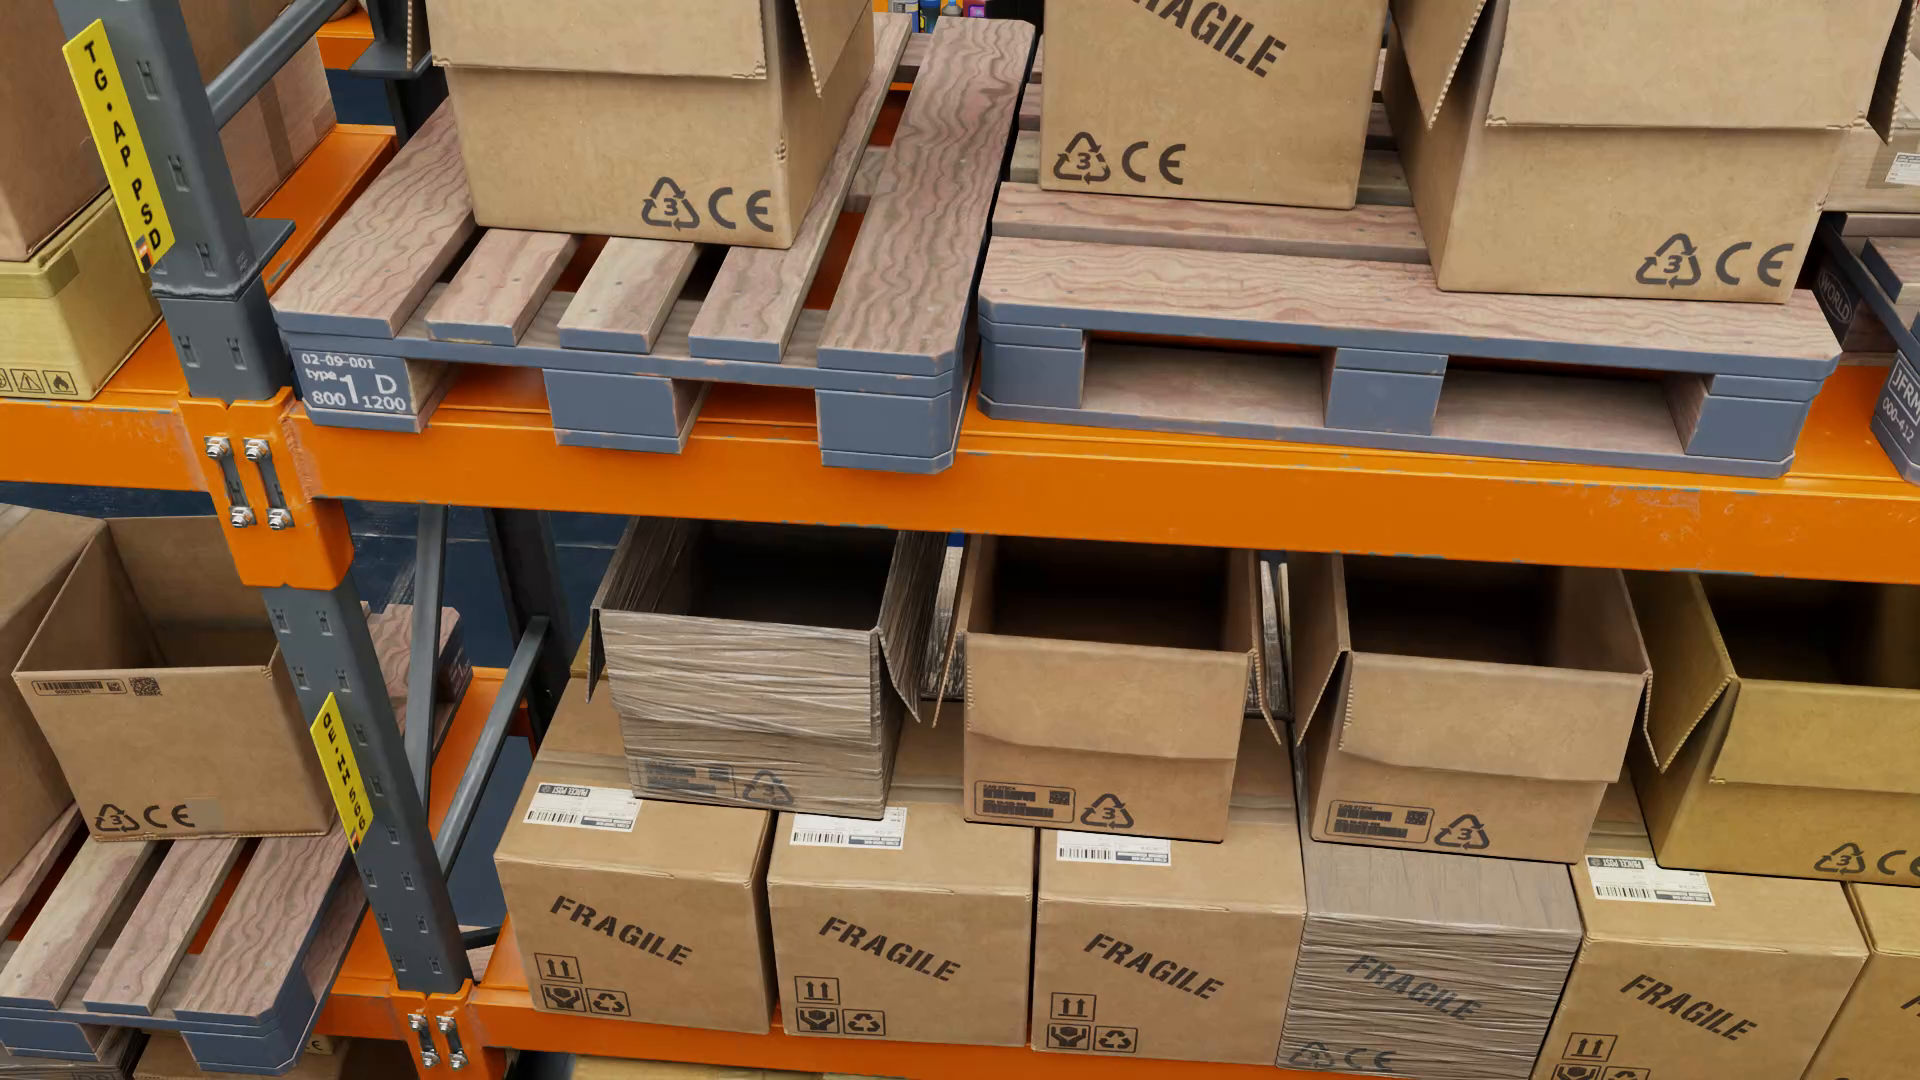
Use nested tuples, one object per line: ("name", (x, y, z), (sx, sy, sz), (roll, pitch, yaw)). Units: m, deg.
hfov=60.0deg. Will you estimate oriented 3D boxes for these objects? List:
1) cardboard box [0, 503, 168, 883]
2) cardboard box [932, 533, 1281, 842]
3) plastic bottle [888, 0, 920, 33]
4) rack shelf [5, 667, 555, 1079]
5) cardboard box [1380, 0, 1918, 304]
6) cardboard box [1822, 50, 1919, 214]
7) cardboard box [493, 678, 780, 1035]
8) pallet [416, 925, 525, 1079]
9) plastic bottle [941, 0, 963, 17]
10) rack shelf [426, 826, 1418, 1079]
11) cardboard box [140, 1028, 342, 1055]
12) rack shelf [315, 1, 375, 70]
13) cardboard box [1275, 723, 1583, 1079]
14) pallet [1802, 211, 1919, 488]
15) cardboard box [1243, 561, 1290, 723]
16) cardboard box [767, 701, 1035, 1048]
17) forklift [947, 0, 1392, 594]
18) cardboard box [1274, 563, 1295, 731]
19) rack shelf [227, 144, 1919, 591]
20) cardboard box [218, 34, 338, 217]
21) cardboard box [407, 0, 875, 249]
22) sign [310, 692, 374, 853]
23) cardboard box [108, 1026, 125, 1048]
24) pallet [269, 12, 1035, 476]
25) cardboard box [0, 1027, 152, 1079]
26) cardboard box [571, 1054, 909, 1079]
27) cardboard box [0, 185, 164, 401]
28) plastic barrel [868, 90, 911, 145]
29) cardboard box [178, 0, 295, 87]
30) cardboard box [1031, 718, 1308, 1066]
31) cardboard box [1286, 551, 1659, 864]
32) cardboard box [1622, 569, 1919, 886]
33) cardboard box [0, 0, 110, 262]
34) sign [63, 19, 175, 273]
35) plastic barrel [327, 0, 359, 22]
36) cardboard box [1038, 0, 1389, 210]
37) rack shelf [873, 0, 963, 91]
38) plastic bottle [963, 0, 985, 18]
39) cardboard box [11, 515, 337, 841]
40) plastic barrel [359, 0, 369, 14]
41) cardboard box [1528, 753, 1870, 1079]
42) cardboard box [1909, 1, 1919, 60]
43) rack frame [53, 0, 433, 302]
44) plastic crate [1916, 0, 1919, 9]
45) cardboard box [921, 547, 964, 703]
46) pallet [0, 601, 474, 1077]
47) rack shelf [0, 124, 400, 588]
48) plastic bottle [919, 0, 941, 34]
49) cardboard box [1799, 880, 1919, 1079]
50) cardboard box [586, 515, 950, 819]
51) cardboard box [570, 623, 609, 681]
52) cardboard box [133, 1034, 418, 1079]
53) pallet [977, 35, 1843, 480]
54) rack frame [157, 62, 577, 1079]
("cardboard box", (-2.181, 0.325, 3.563), (0.500, 0.500, 0.700), (9, 40, 10))
("cardboard box", (0.302, 0.158, 3.306), (0.637, 0.503, 0.797), (4, 39, 5))
("plastic bottle", (-0.244, -2.342, 7.349), (0.135, 0.276, 0.152), (3, 39, 4))
("rack shelf", (-3.067, 0.668, 4.123), (4.000, 0.370, 1.077), (3, 39, 4))
("cardboard box", (0.963, -0.770, 2.529), (0.637, 0.503, 0.797), (3, 39, 3))
("cardboard box", (1.440, -0.688, 2.709), (0.250, 0.149, 0.380), (2, 39, 2))
("cardboard box", (-0.614, 0.657, 3.487), (0.500, 0.500, 0.500), (4, 39, 5))
("pallet", (-1.853, 1.536, 4.695), (1.213, 0.211, 1.003), (3, 39, 4))
("plastic bottle", (-0.034, -2.284, 7.337), (0.097, 0.201, 0.097), (0, 39, 0))
("rack shelf", (0.918, 0.886, 3.855), (4.000, 0.370, 1.077), (3, 39, 4))
("cardboard box", (-1.745, 0.989, 4.197), (0.500, 0.250, 0.500), (5, 39, 6))
("rack shelf", (-2.640, -2.447, 7.950), (4.000, 0.370, 1.077), (3, 39, 4))
("cardboard box", (0.909, 0.738, 3.388), (0.500, 0.500, 0.500), (3, 39, 4))
("pallet", (1.993, -0.392, 2.631), (1.217, 0.209, 0.805), (2, 39, 2))
("cardboard box", (0.452, 0.388, 3.818), (0.500, 0.500, 0.500), (2, 39, 2))
("cardboard box", (-0.100, 0.684, 3.455), (0.500, 0.500, 0.500), (2, 39, 3))
("forklift", (0.870, -0.971, 5.621), (3.031, 2.935, 1.130), (11, 40, 14))
("cardboard box", (0.959, 0.416, 3.784), (0.500, 0.500, 0.500), (4, 39, 5))
("rack shelf", (0.918, -0.277, 2.908), (4.000, 0.370, 1.077), (3, 39, 4))
("cardboard box", (-1.521, -0.793, 3.090), (0.500, 0.250, 0.500), (4, 39, 5))
("cardboard box", (-0.460, -0.880, 2.664), (0.637, 0.503, 0.797), (5, 39, 6))
("sign", (-1.112, 0.422, 3.001), (0.005, 0.325, 0.100), (3, 39, 4))
("cardboard box", (-2.274, 0.966, 4.224), (0.500, 0.250, 0.500), (7, 40, 9))
("pallet", (-0.428, -0.590, 2.872), (1.003, 0.211, 1.213), (5, 39, 6))
("cardboard box", (-2.297, 1.251, 4.469), (0.500, 0.500, 0.700), (0, 39, 0))
("cardboard box", (-0.389, 1.210, 4.238), (0.875, 0.875, 1.225), (1, 39, 2))
("cardboard box", (-1.569, -0.479, 2.704), (0.500, 0.250, 0.500), (3, 39, 4))
("plastic barrel", (-0.158, -1.922, 8.122), (0.708, 0.830, 0.600), (3, 39, 4))
("cardboard box", (-1.520, -1.085, 2.856), (0.500, 0.500, 0.500), (3, 39, 4))
("cardboard box", (0.411, 0.709, 3.423), (0.500, 0.500, 0.500), (2, 39, 3))
("cardboard box", (0.970, 0.190, 3.266), (0.637, 0.503, 0.797), (4, 39, 5))
("cardboard box", (1.591, 0.214, 3.237), (0.637, 0.503, 0.797), (4, 39, 4))
("cardboard box", (-1.571, -0.766, 2.464), (0.500, 0.500, 0.500), (4, 39, 5))
("sign", (-1.123, -0.524, 2.232), (0.005, 0.325, 0.100), (3, 39, 4))
("plastic barrel", (-2.967, -2.657, 7.531), (0.433, 0.535, 0.433), (0, 39, 0))
("cardboard box", (0.407, -0.887, 2.676), (0.500, 0.500, 0.500), (5, 39, 6))
("rack shelf", (1.345, -2.229, 7.682), (4.000, 0.370, 1.077), (3, 39, 4))
("plastic bottle", (0.080, -2.298, 7.290), (0.133, 0.283, 0.061), (3, 39, 4))
("cardboard box", (-1.616, 0.292, 3.603), (0.500, 0.500, 0.500), (-1, 39, -2))
("plastic barrel", (-2.536, -2.634, 7.502), (0.433, 0.535, 0.433), (0, 39, 0))
("cardboard box", (1.408, 0.768, 3.351), (0.500, 0.500, 0.500), (3, 39, 3))
("cardboard box", (1.825, -0.692, 2.586), (0.500, 0.311, 0.500), (2, 39, 2))
("rack frame", (-1.074, -1.828, 1.868), (0.127, 3.000, 1.000), (3, 39, 4))
("plastic crate", (4.206, -2.241, 7.028), (0.583, 0.464, 0.402), (3, 39, 4))
("cardboard box", (-0.065, 0.361, 3.851), (0.500, 0.500, 0.500), (3, 39, 3))
("pallet", (-1.794, 0.601, 3.788), (1.003, 0.211, 1.213), (3, 39, 4))
("rack shelf", (-3.067, -0.495, 3.176), (4.000, 0.370, 1.077), (3, 39, 4))
("plastic bottle", (-0.131, -2.316, 7.322), (0.097, 0.271, 0.097), (0, 39, 0))
("cardboard box", (1.929, 0.792, 3.321), (0.500, 0.500, 0.500), (4, 39, 5))
("cardboard box", (-0.347, 0.120, 3.352), (0.637, 0.503, 0.797), (4, 39, 5))
("cardboard box", (-0.561, 0.331, 3.889), (0.500, 0.500, 0.500), (4, 39, 5))
("cardboard box", (-1.744, 1.273, 4.441), (0.500, 0.500, 0.700), (1, 39, 1))
("pallet", (0.686, -0.531, 2.800), (1.213, 0.211, 1.003), (5, 39, 6))
("rack frame", (-1.074, 0.498, 3.762), (0.127, 3.000, 1.000), (3, 39, 4))
